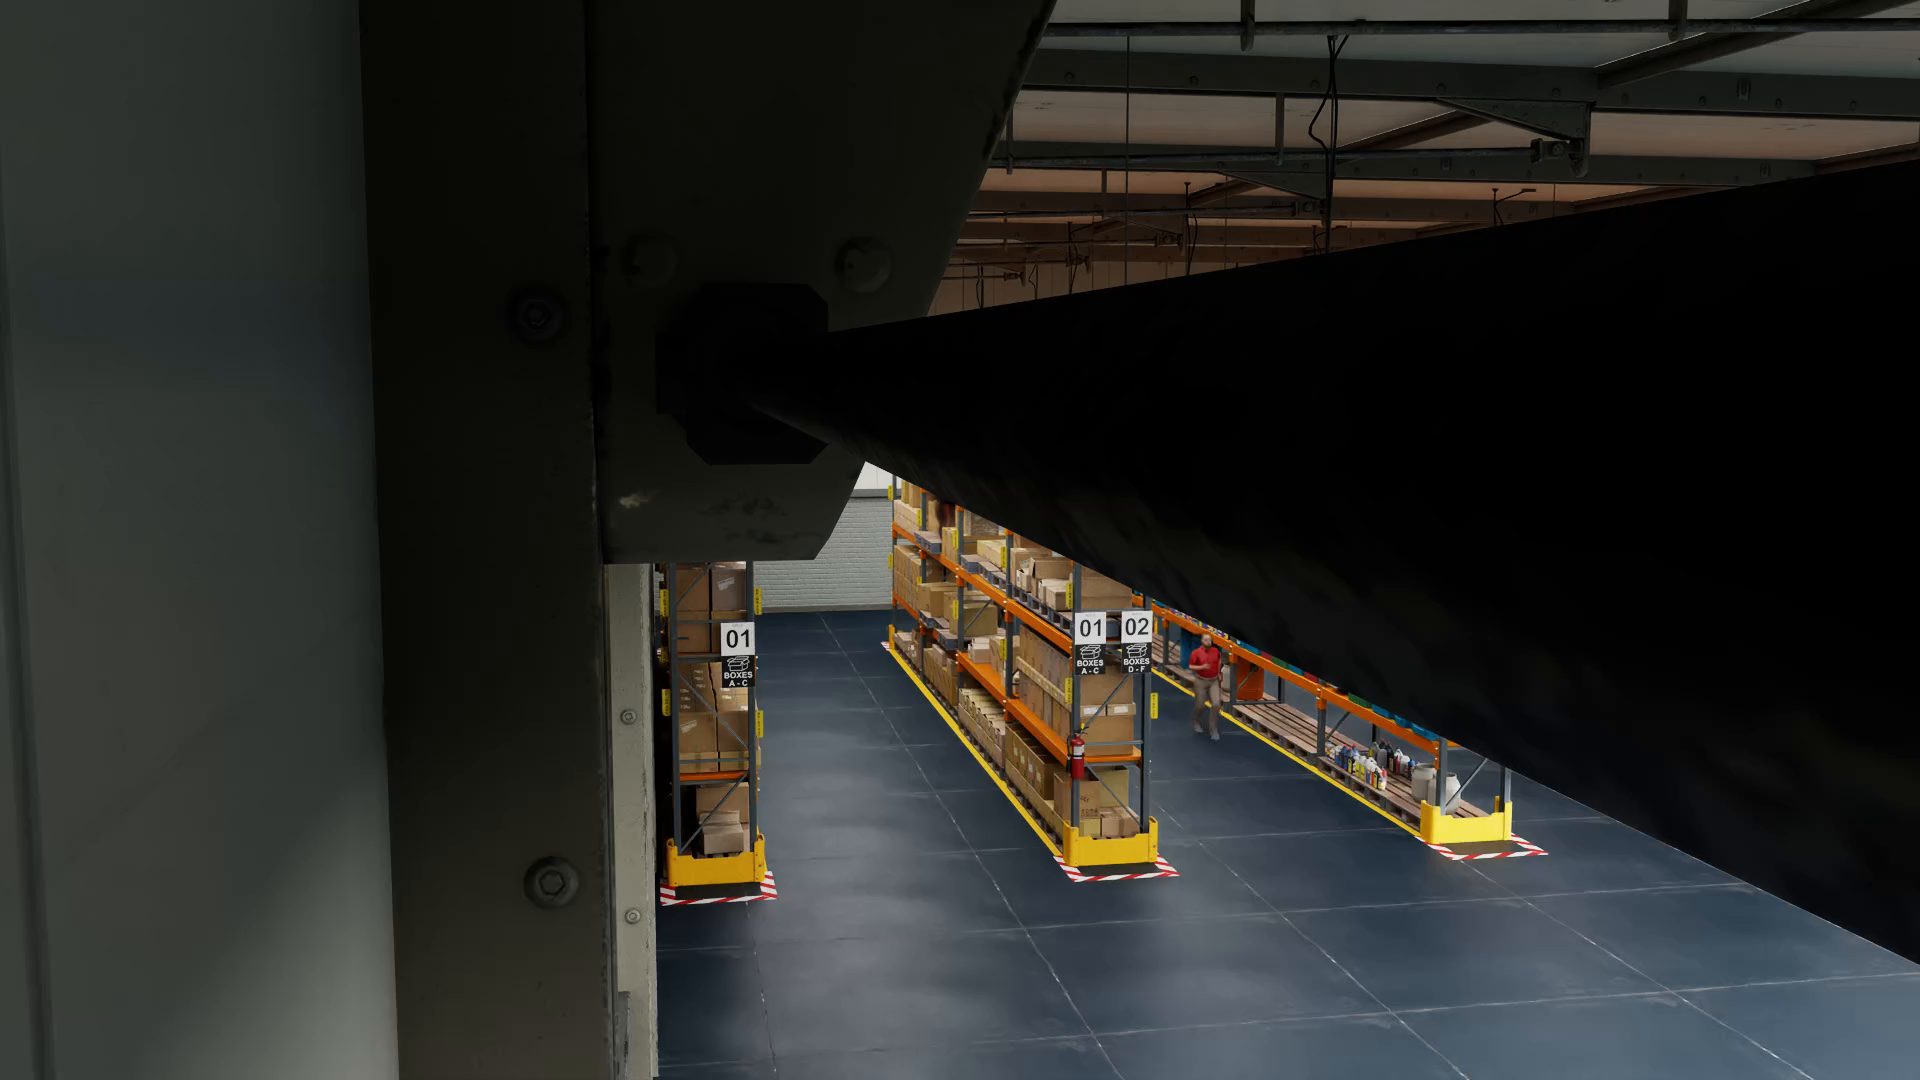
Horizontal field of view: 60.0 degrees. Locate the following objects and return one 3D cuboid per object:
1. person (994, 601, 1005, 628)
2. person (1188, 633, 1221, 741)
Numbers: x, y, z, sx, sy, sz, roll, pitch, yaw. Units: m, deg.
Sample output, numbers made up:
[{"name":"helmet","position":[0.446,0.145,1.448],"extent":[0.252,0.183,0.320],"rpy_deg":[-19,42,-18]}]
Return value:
[{"name":"person","position":[0.805,1.509,36.863],"extent":[0.773,1.785,0.755],"rpy_deg":[-5,8,-36]},{"name":"person","position":[4.138,2.453,27.962],"extent":[0.642,1.787,0.762],"rpy_deg":[-1,6,-11]}]
